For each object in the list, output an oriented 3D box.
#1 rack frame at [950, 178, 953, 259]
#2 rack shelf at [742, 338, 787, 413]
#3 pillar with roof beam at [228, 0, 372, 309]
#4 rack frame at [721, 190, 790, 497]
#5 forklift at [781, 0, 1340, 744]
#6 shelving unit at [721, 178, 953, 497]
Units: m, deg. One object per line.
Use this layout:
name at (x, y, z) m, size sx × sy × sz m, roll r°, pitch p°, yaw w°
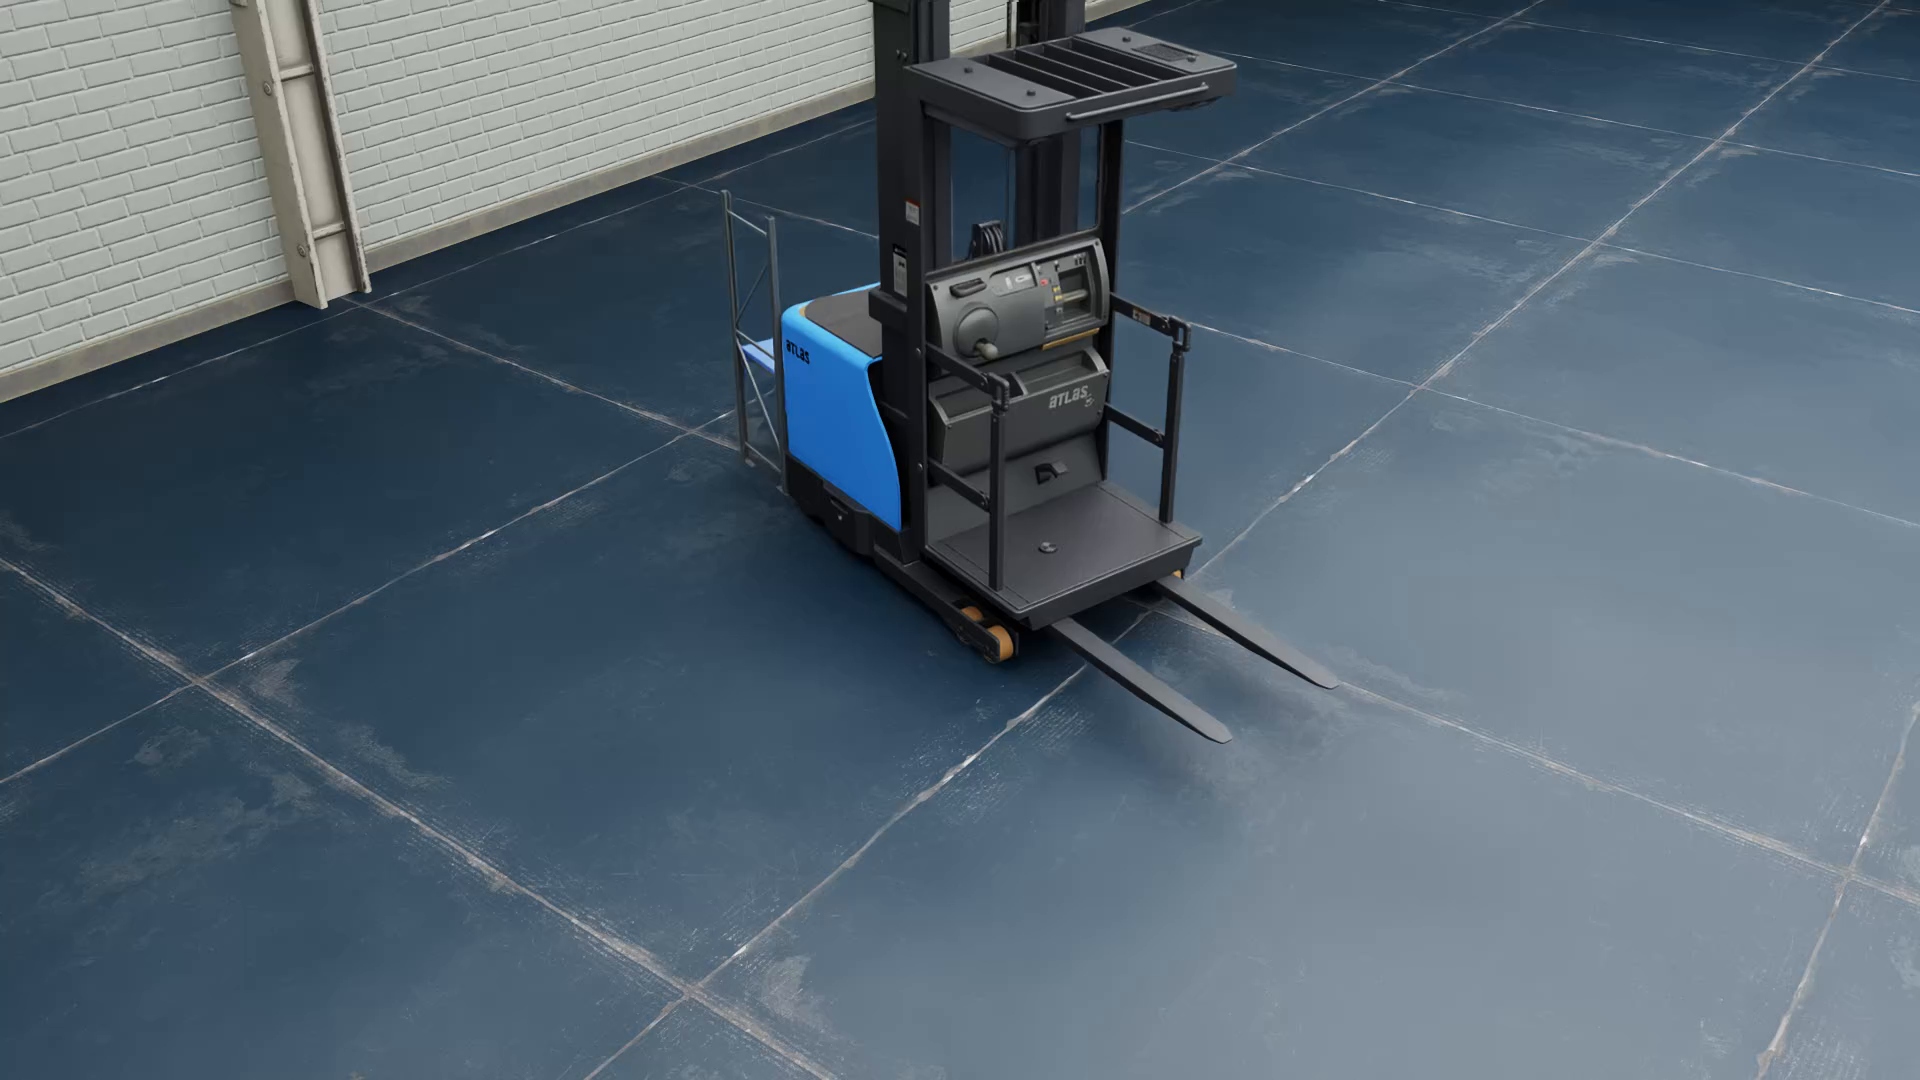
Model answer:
rack frame at (-0.190, -1.273, 8.926) m, size 0.032 × 1.500 × 0.500 m, roll -19°, pitch 36°, yaw -29°
rack shelf at (-0.610, -0.972, 8.771) m, size 1.000 × 0.185 × 0.538 m, roll -19°, pitch 36°, yaw -29°
pillar with roof beam at (-0.711, -4.168, 6.457) m, size 9.100 × 9.000 × 0.400 m, roll 21°, pitch 37°, yaw 31°
rack frame at (-1.029, -0.980, 8.433) m, size 0.032 × 1.500 × 0.500 m, roll -19°, pitch 36°, yaw -29°
forklift at (0.395, -1.000, 7.062) m, size 1.130 × 2.935 × 3.031 m, roll -21°, pitch 36°, yaw -31°
shelving unit at (-0.610, -1.126, 8.680) m, size 1.048 × 1.500 × 0.538 m, roll -19°, pitch 36°, yaw -29°
